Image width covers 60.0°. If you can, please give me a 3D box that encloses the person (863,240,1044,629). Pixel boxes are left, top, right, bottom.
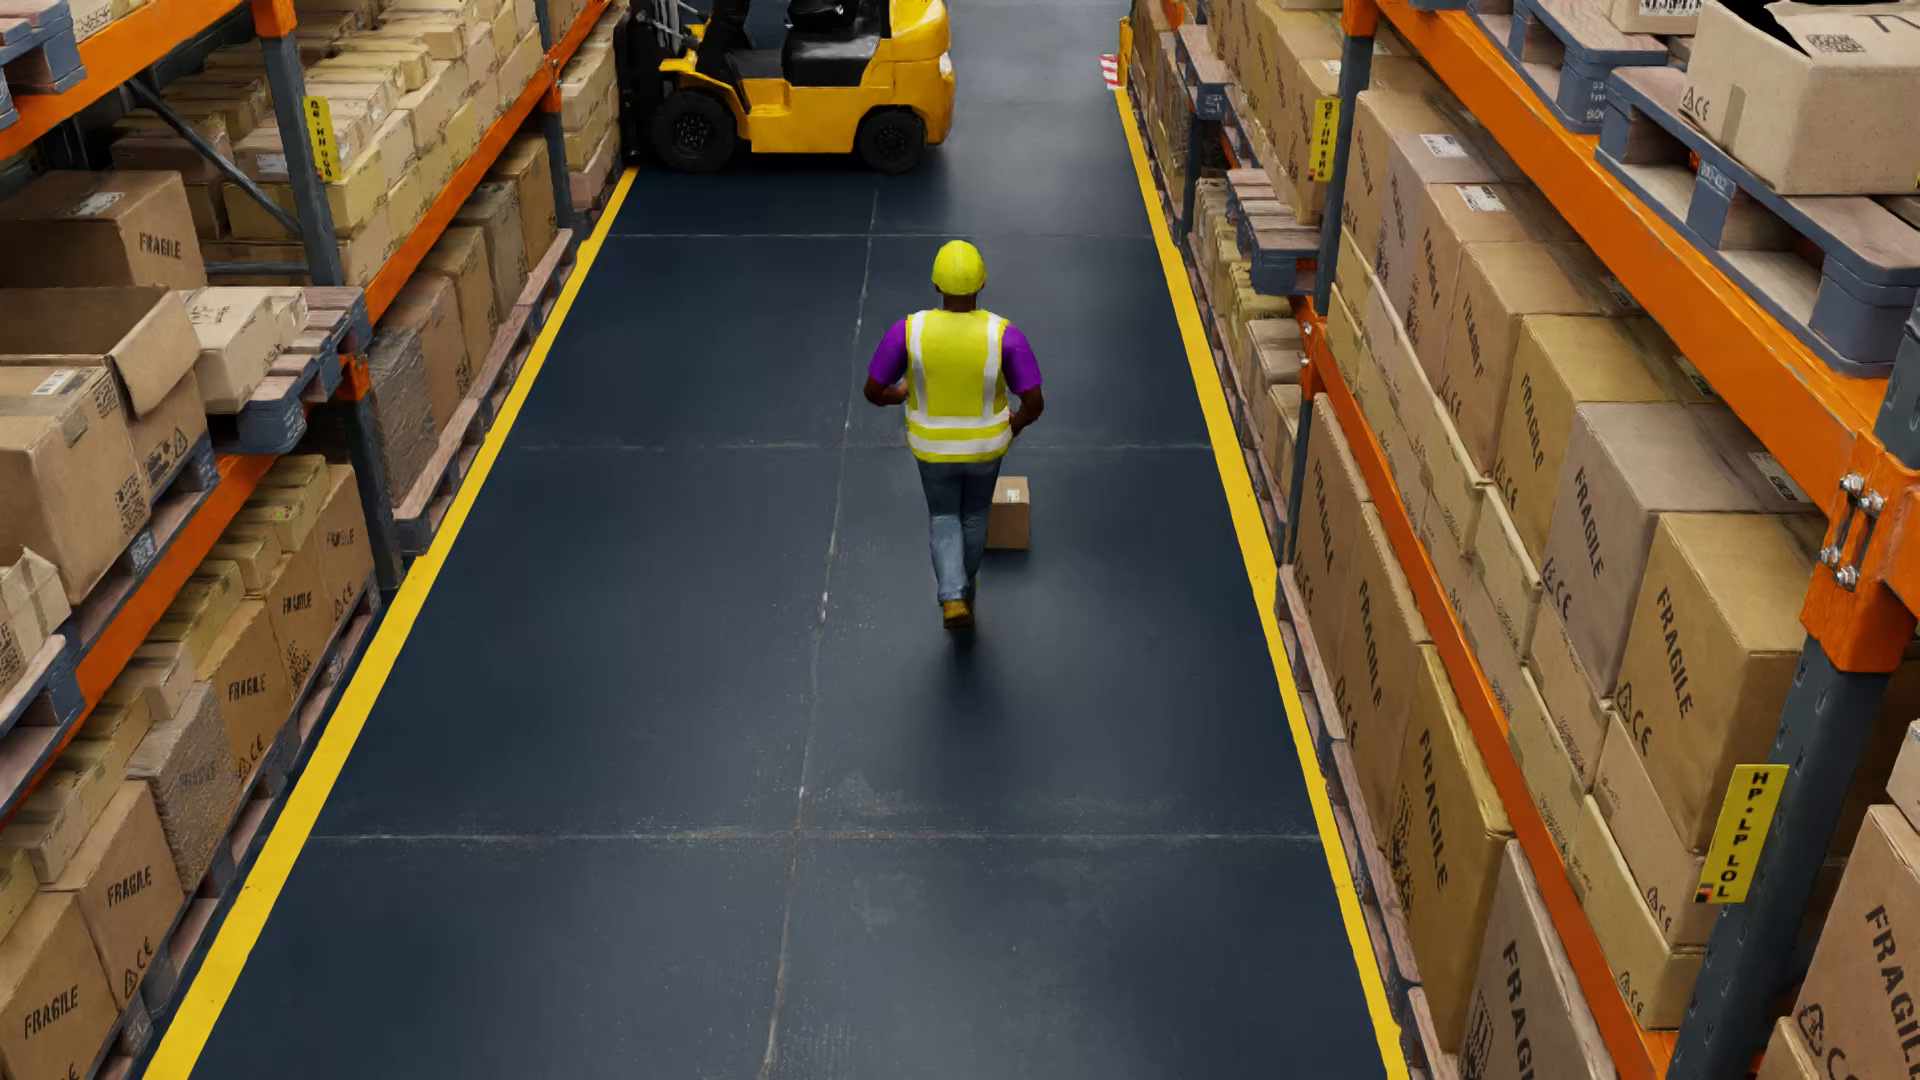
[{"bbox_3d":[-0.021,-0.389,6.762,0.712,1.745,0.726,1,31,2],"label":"person"}]
